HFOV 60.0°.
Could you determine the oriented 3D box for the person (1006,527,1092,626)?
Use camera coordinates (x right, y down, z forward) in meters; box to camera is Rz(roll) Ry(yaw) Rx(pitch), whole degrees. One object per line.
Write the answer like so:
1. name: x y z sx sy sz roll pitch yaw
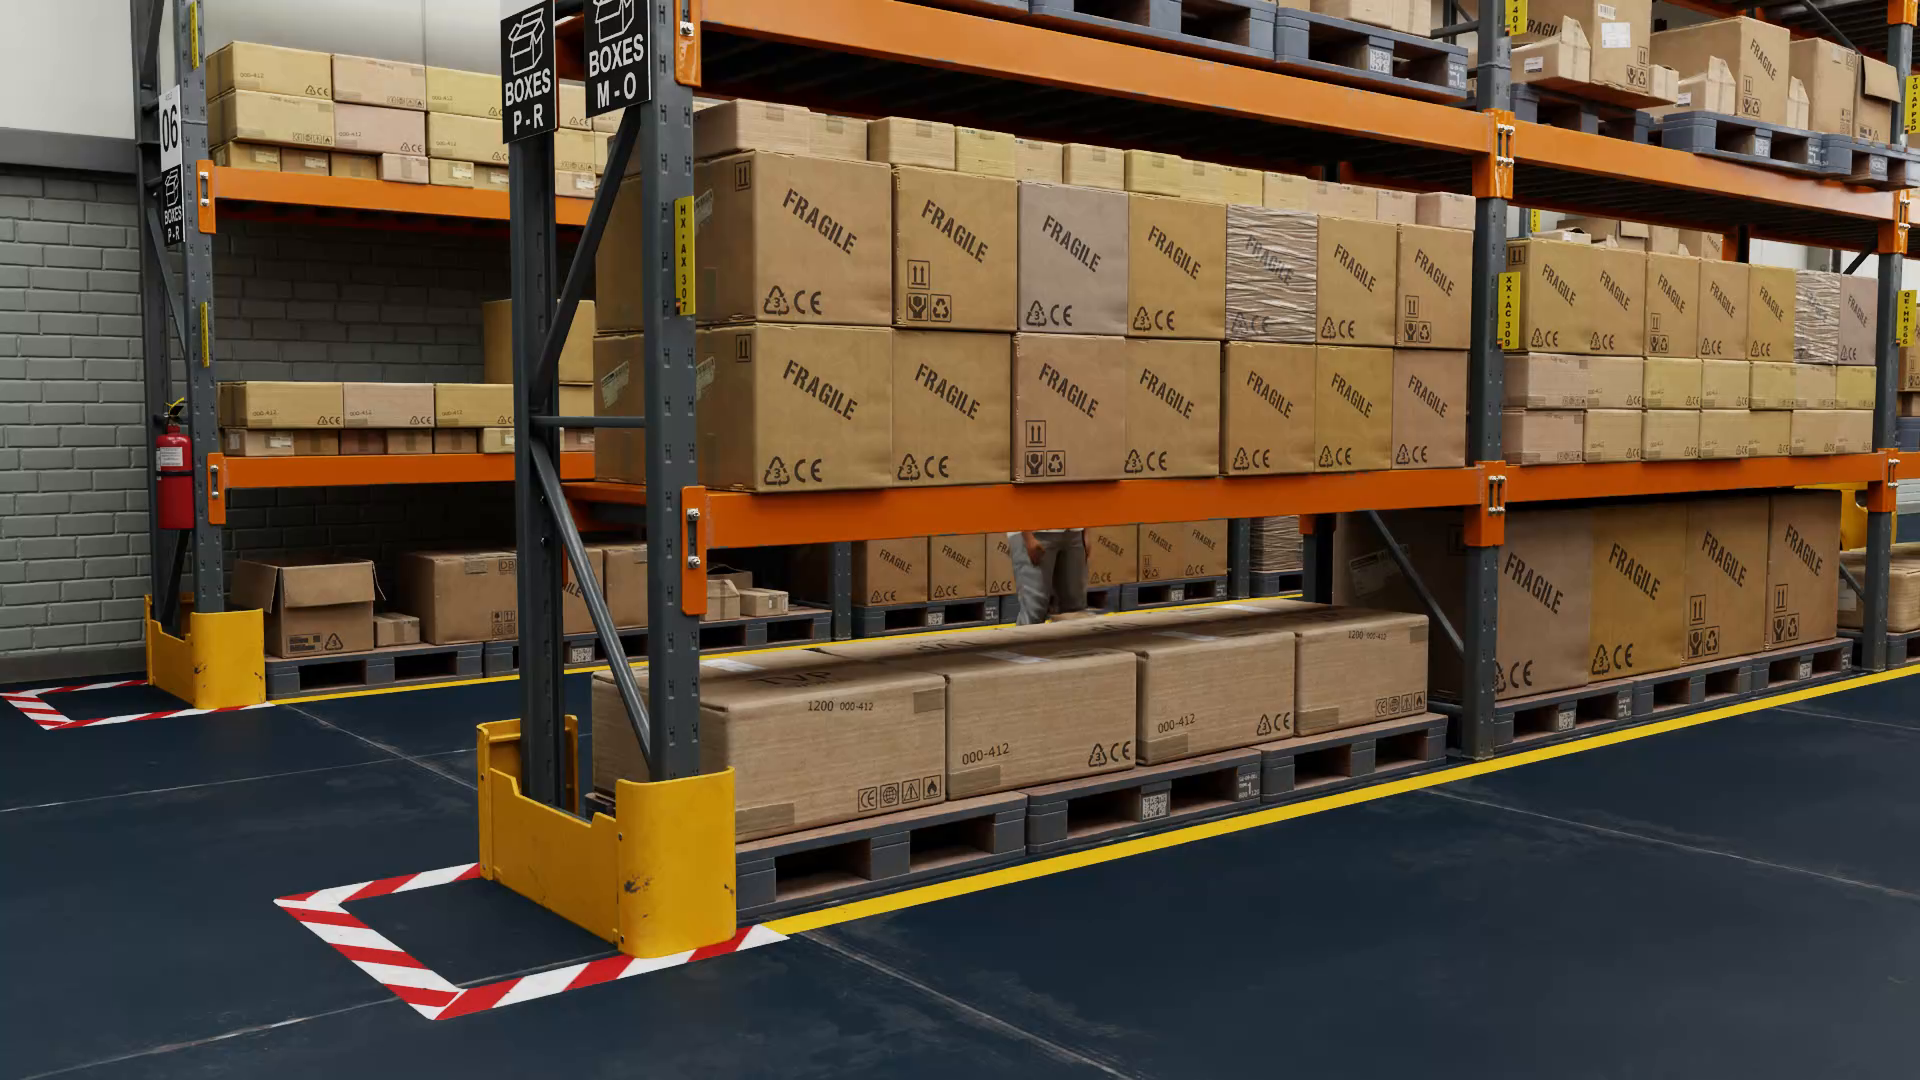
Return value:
1. person: 0.495 0.010 9.066 0.532 1.668 0.451 -4 6 -40
